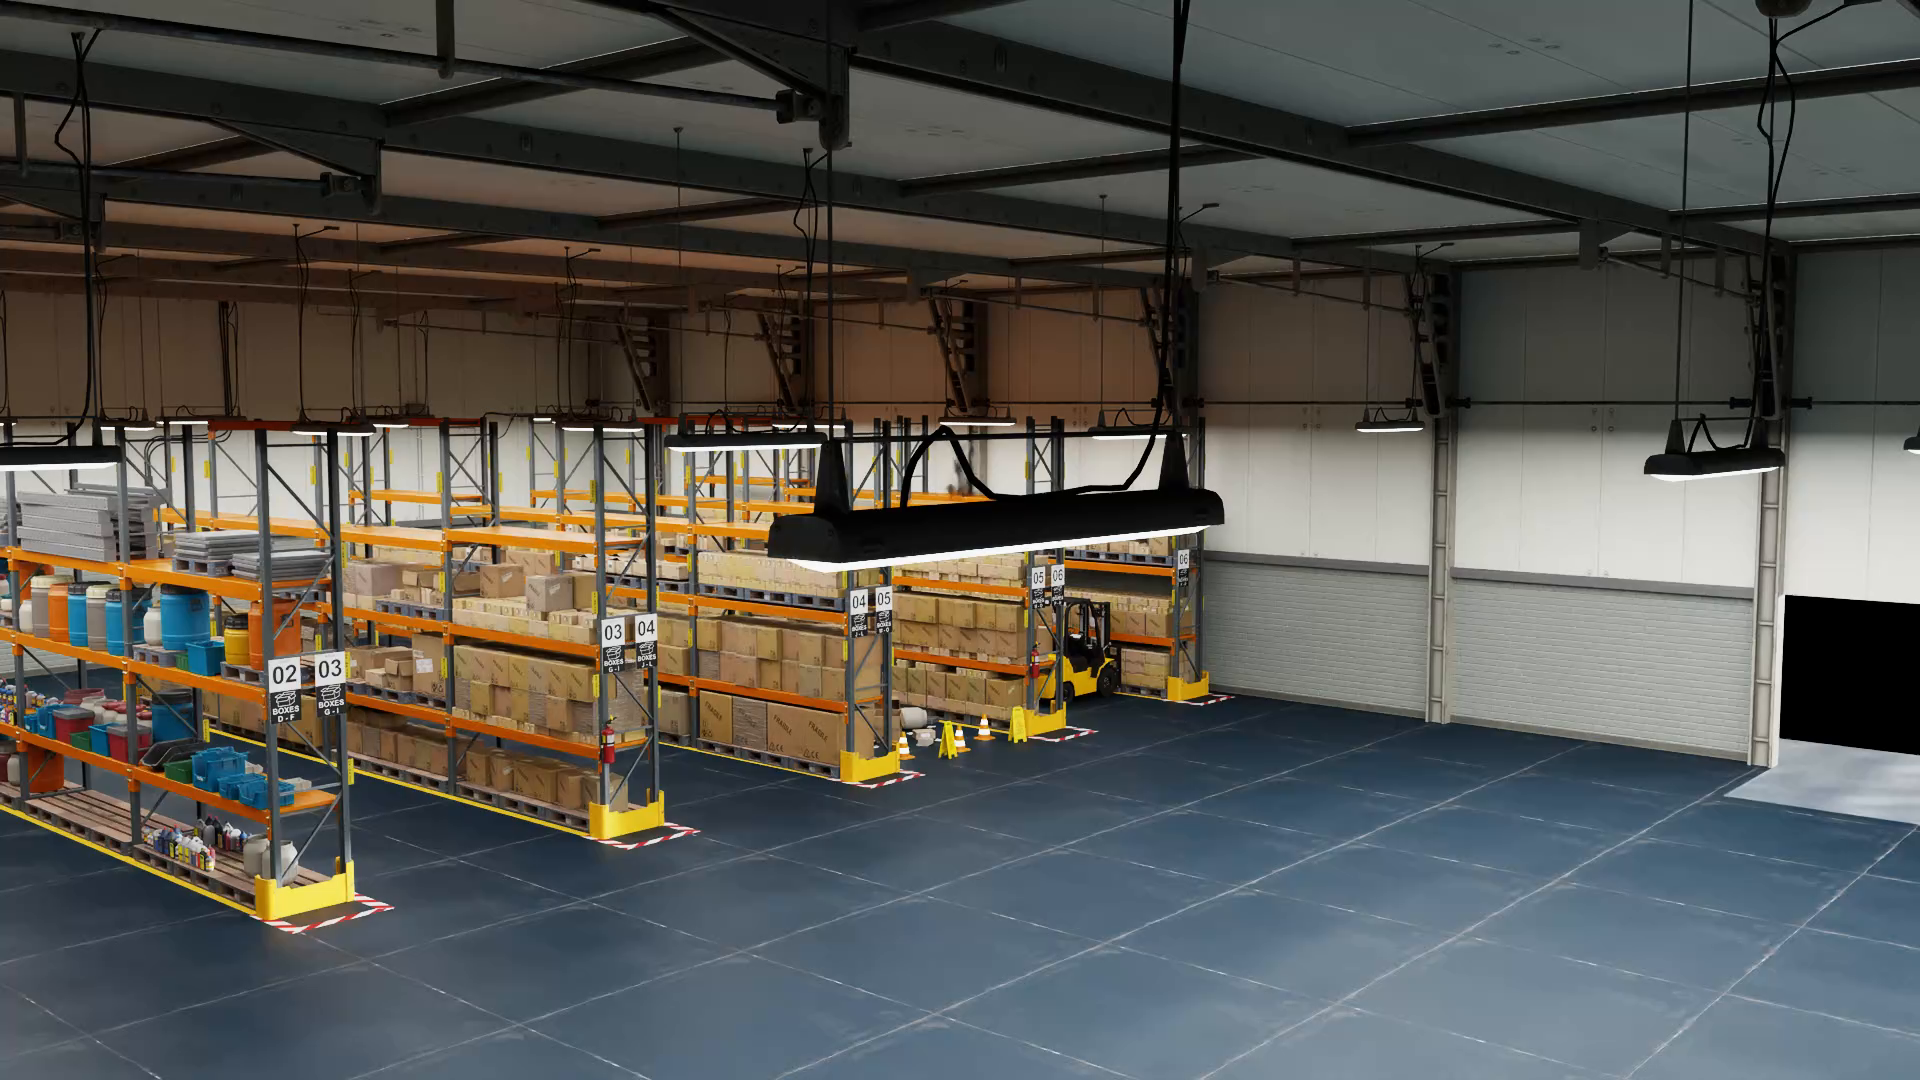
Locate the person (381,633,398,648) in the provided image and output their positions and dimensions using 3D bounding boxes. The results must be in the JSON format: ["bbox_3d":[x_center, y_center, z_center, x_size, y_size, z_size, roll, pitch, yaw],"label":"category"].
[{"bbox_3d":[-13.948,2.156,40.670,0.586,1.654,0.793,2,5,22],"label":"person"}]
